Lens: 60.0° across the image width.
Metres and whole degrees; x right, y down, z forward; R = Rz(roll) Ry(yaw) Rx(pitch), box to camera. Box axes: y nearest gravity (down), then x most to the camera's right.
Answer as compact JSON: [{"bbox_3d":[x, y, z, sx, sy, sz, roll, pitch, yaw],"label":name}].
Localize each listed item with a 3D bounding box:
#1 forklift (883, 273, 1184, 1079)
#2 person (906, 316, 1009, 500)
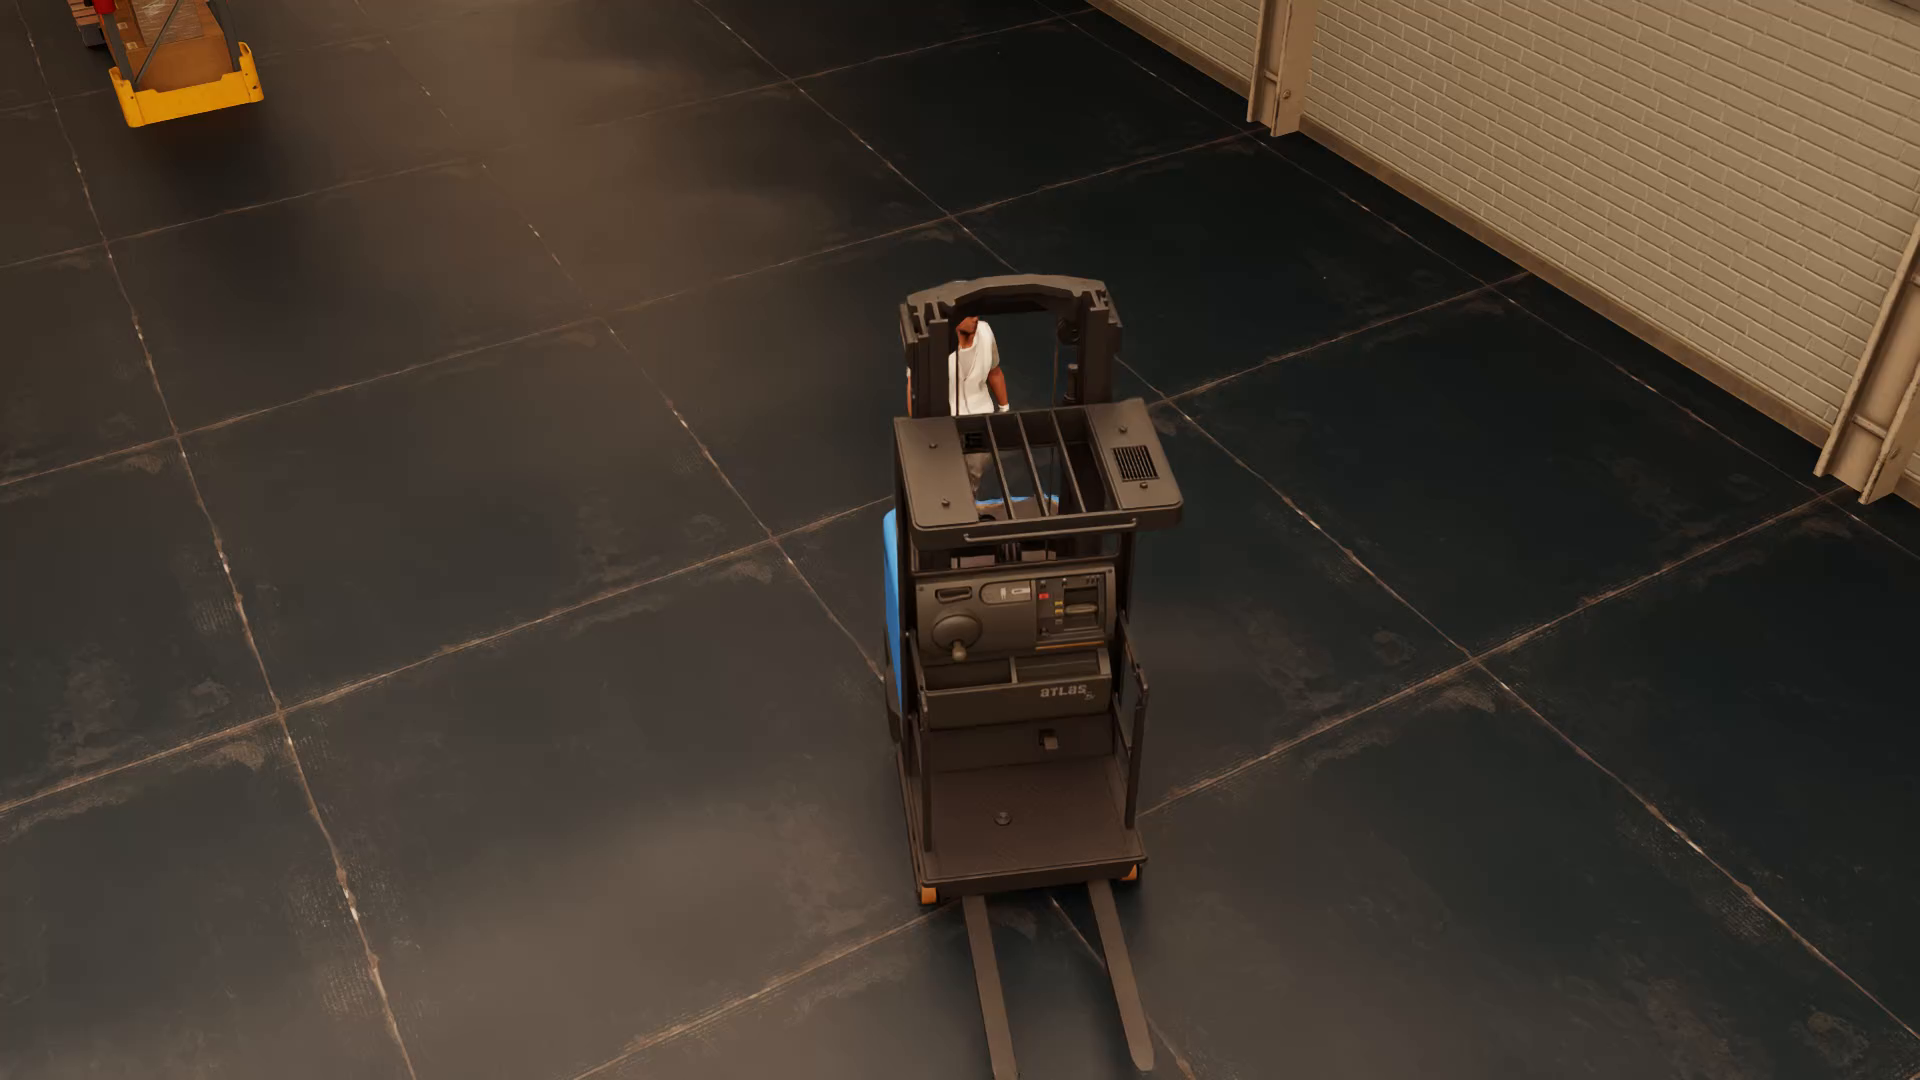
[{"bbox_3d":[0.294,0.414,7.537,1.130,2.935,3.031,-5,40,-6],"label":"forklift"},{"bbox_3d":[0.028,-0.650,9.707,0.656,1.782,0.577,-20,44,-23],"label":"person"}]
